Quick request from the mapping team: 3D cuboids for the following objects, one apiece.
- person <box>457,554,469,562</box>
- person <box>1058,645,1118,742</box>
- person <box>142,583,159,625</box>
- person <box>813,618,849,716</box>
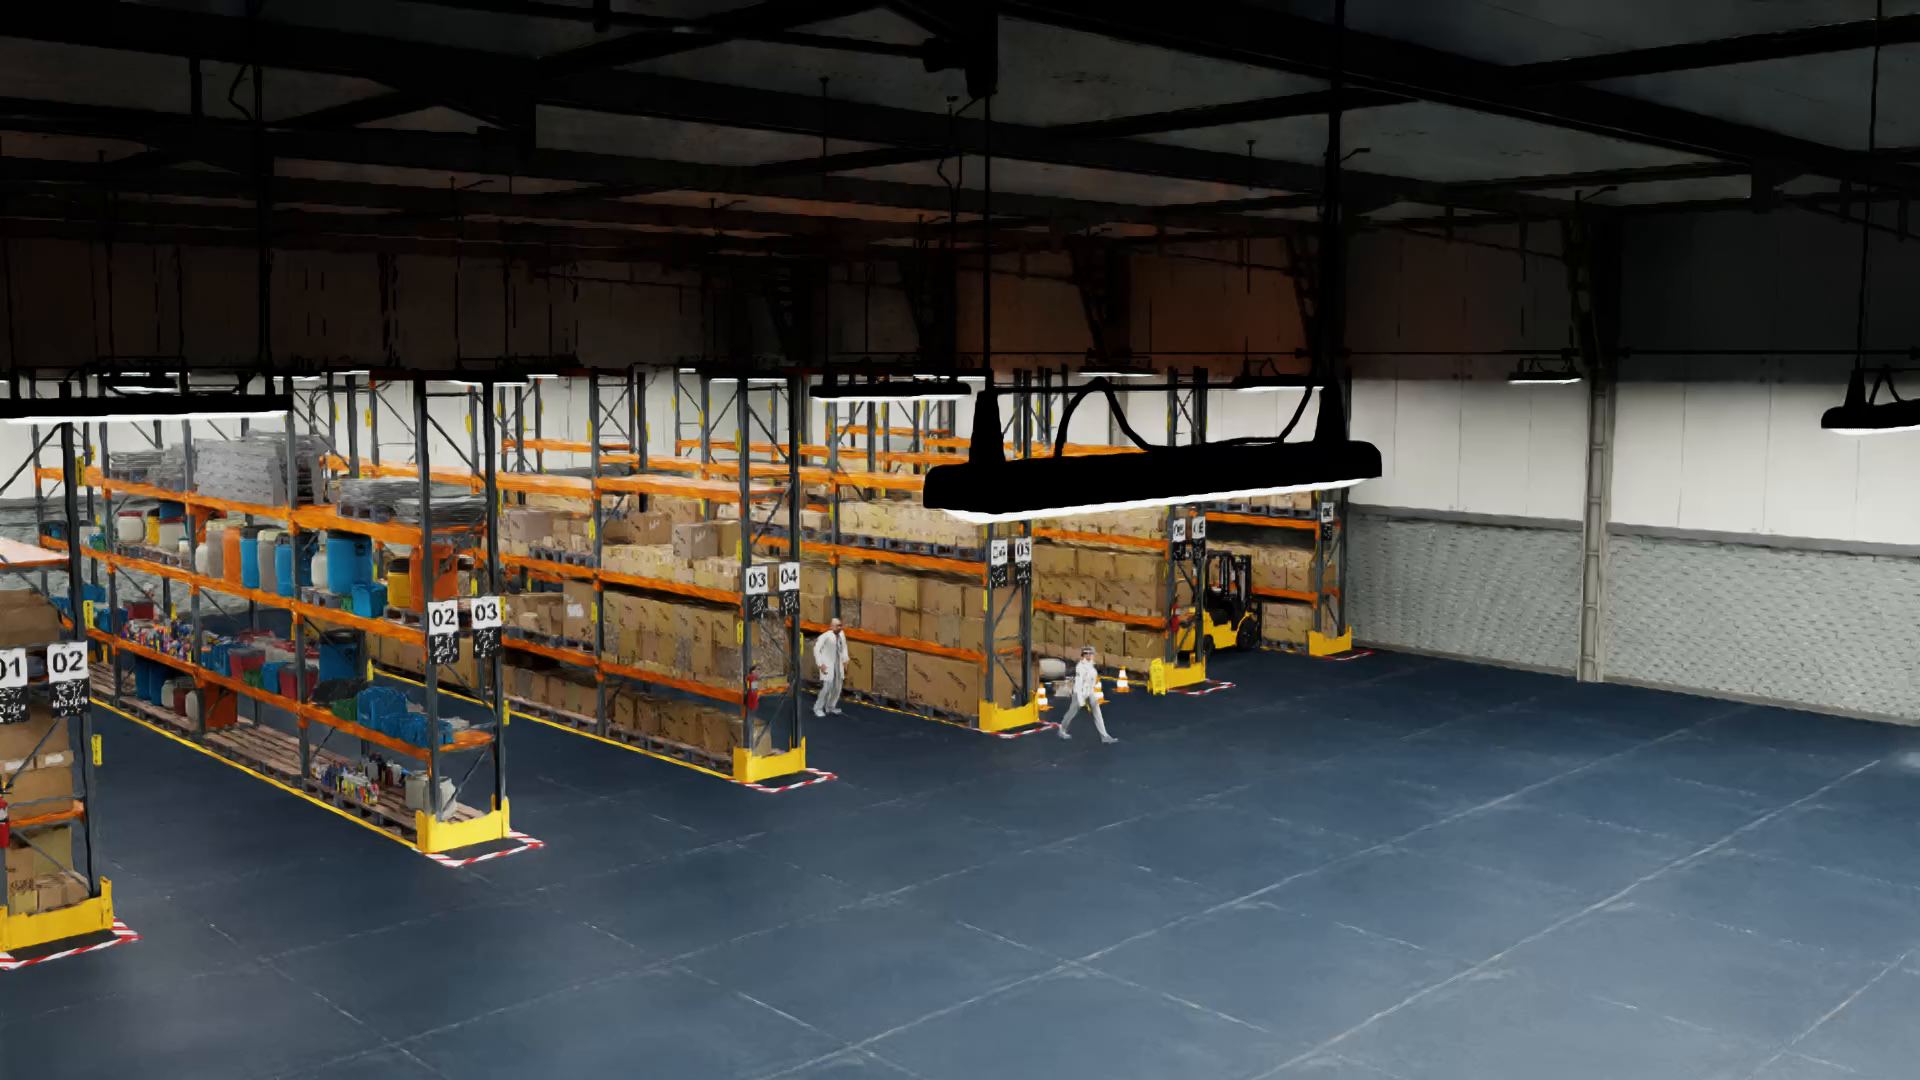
[{"bbox_3d":[-11.293,1.153,38.001,0.664,1.787,0.515,5,8,36],"label":"person"},{"bbox_3d":[2.043,2.483,26.963,1.075,1.573,0.498,6,9,43],"label":"person"},{"bbox_3d":[-15.963,1.726,32.740,0.679,1.796,0.380,5,8,35],"label":"person"},{"bbox_3d":[-2.264,2.199,29.060,0.546,1.733,0.729,6,9,44],"label":"person"}]
